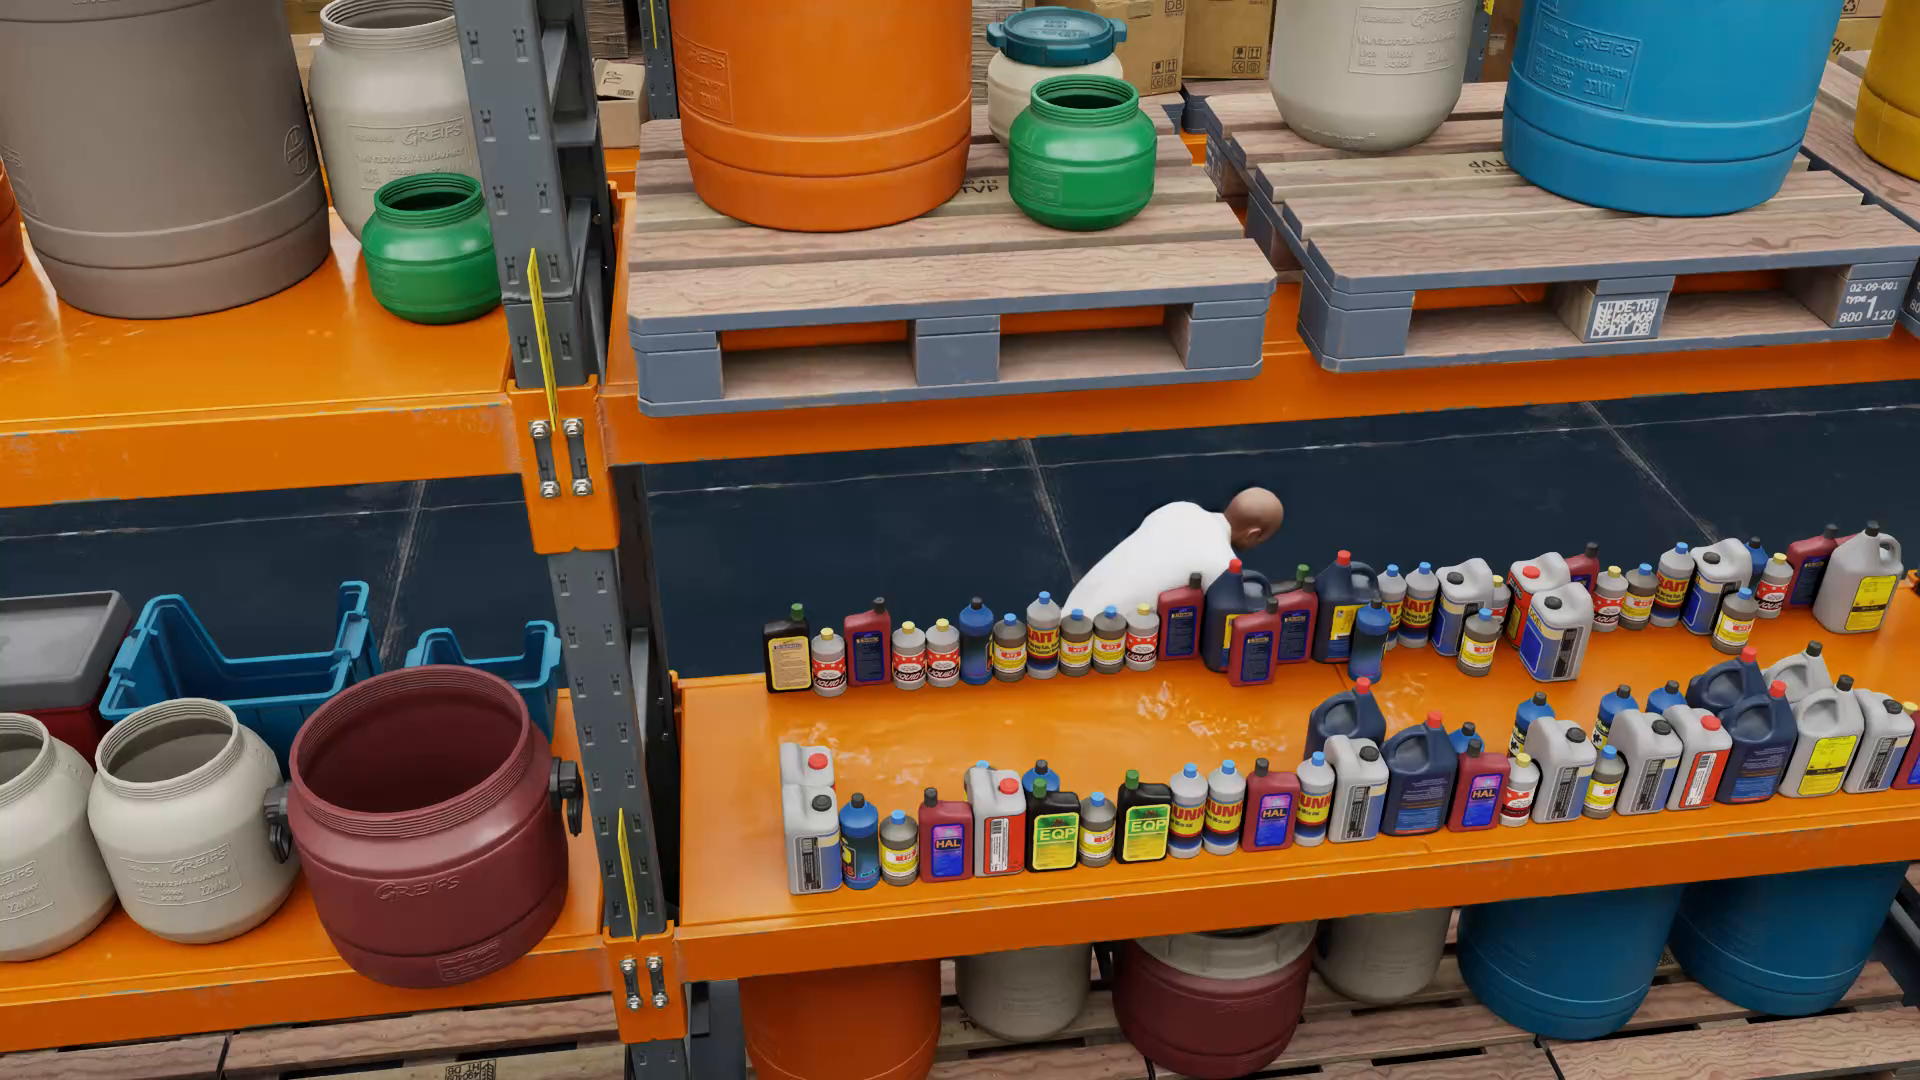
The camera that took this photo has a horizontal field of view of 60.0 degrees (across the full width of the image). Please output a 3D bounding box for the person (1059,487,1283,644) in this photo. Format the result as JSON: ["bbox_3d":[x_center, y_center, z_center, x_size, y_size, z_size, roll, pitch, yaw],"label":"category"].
[{"bbox_3d":[0.801,0.325,6.293,0.873,1.090,0.616,-4,35,-6],"label":"person"}]
